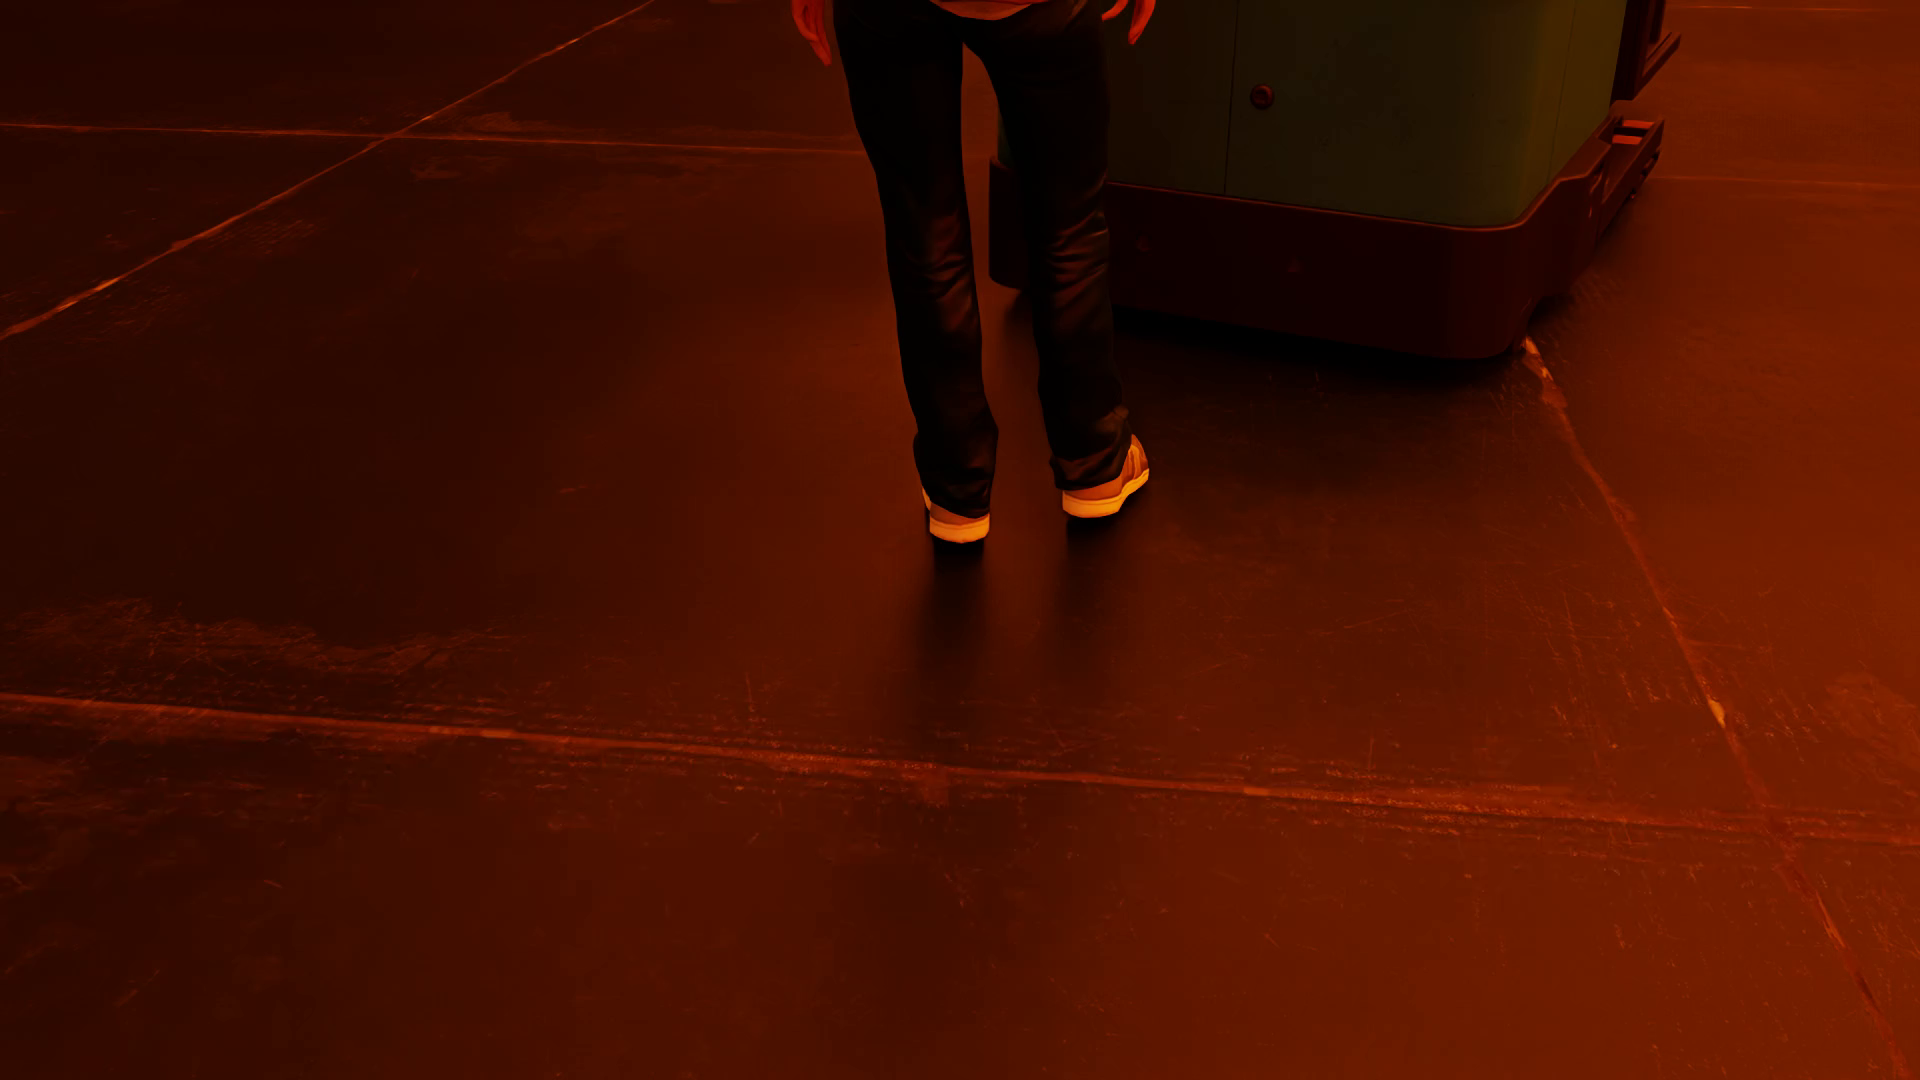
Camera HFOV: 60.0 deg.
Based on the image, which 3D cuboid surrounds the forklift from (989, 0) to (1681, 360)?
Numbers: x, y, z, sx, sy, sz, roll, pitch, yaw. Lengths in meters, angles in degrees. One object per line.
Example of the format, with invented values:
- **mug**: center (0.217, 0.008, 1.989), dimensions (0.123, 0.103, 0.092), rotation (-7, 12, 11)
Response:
- **forklift**: center (1.201, -2.259, 3.745), dimensions (1.130, 2.935, 3.031), rotation (13, 30, 25)

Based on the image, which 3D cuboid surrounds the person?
- **person**: center (0.001, -1.012, 1.967), dimensions (0.502, 0.921, 0.256), rotation (3, 27, 7)
